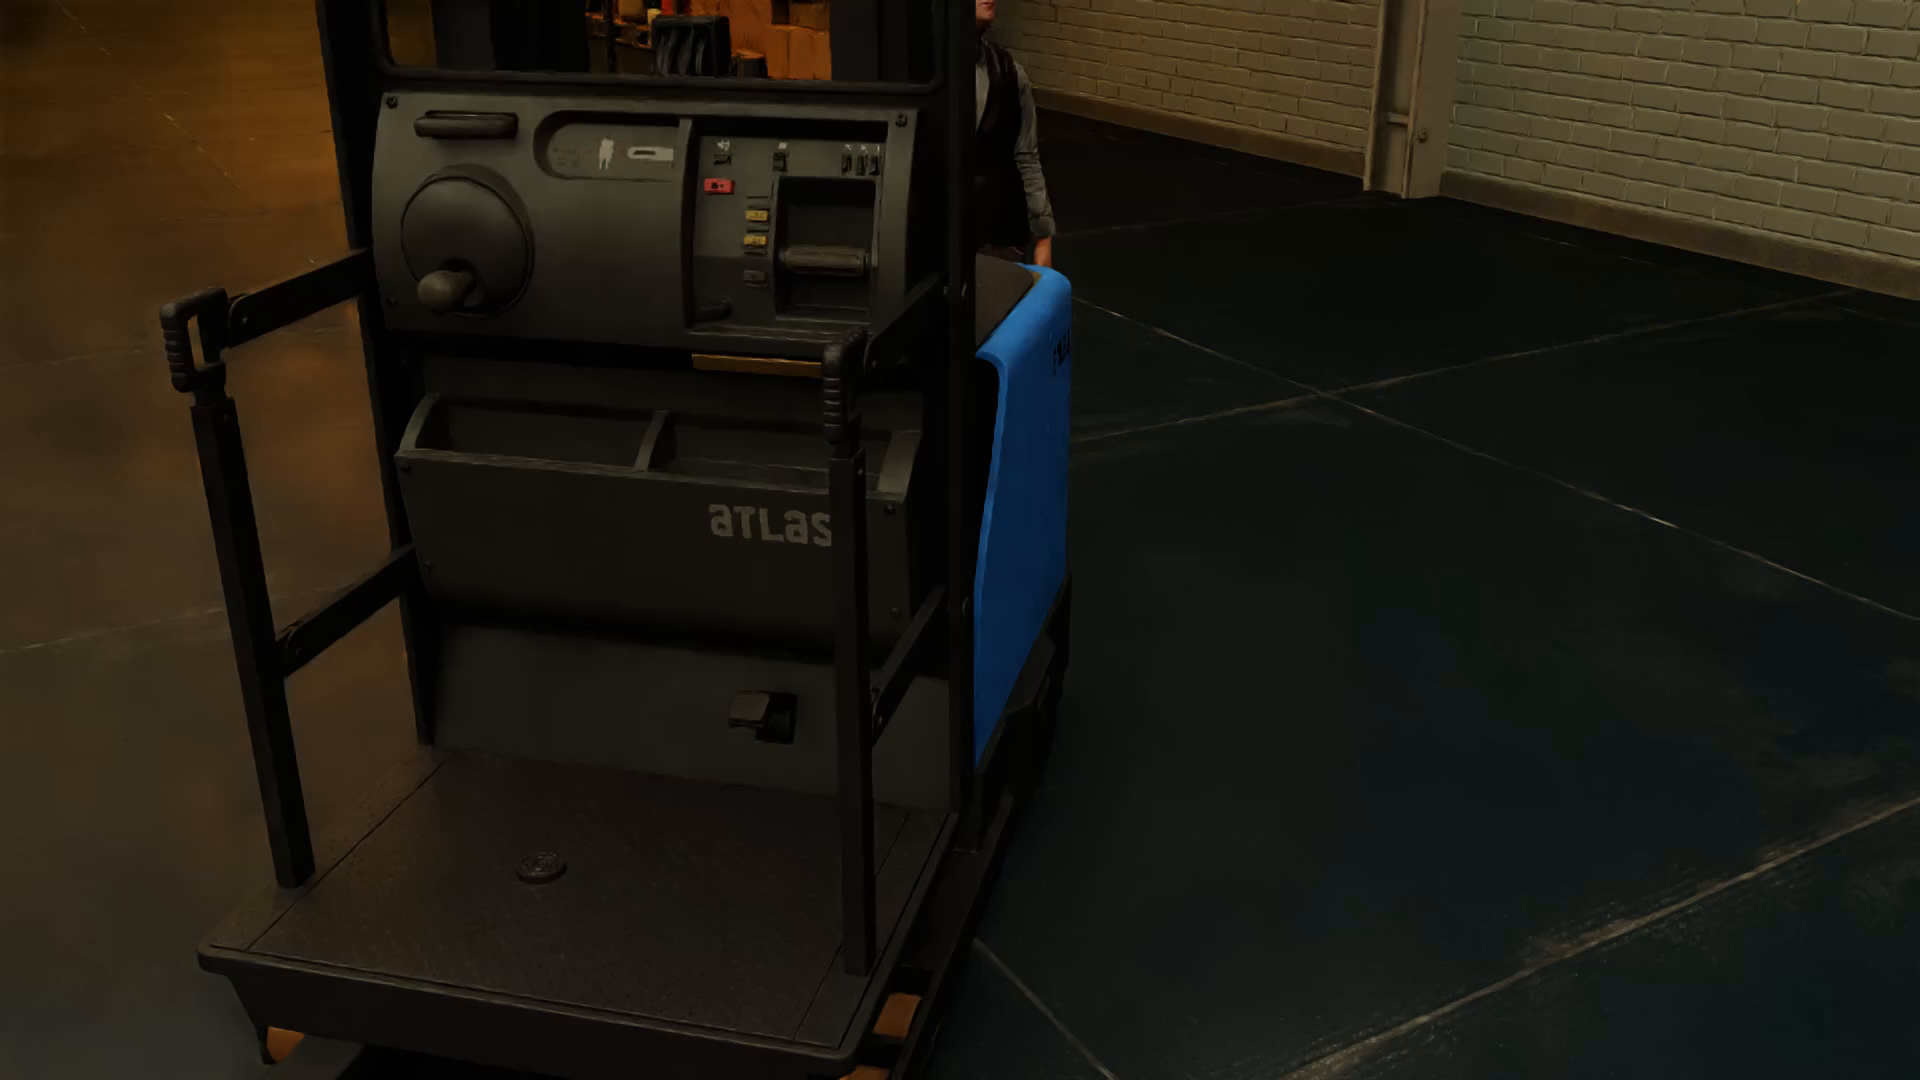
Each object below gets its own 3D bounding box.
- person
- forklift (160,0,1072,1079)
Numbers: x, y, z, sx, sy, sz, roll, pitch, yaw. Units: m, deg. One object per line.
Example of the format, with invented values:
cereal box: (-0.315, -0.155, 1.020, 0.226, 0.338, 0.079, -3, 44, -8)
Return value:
person: (0.024, -0.781, 4.751, 0.632, 1.720, 0.567, -12, 25, -28)
forklift: (-0.572, -0.505, 2.505, 1.130, 2.935, 3.031, 5, 23, 13)
